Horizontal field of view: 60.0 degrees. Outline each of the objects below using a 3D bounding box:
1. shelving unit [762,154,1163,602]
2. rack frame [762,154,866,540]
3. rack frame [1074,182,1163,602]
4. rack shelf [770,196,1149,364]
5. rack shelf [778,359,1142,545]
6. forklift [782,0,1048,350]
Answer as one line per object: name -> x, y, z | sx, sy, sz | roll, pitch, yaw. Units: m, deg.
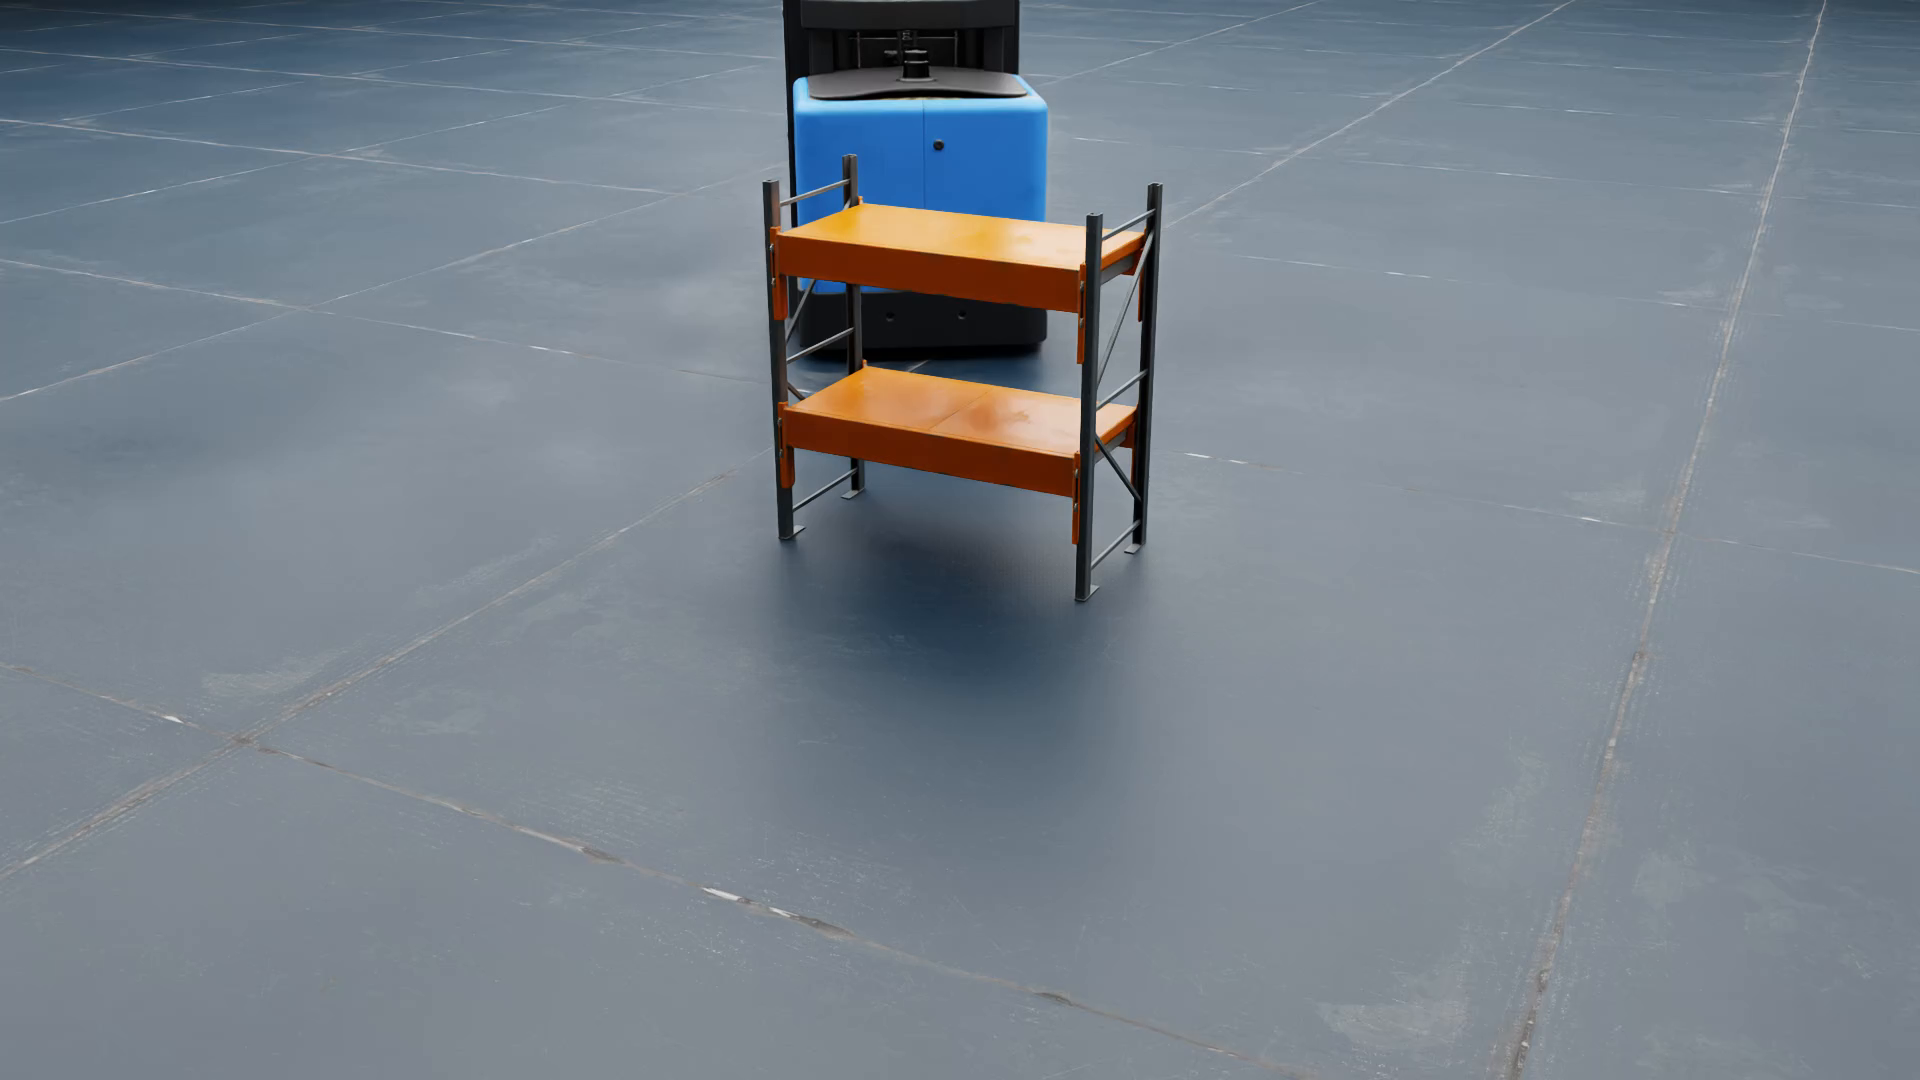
shelving unit -> 0.006, -0.516, 5.027 | 1.048, 1.125, 0.538 | 11, 25, 25
rack frame -> -0.448, -0.606, 5.238 | 0.032, 1.125, 0.500 | 11, 25, 25
rack frame -> 0.460, -0.427, 4.816 | 0.032, 1.125, 0.500 | 11, 25, 25
rack shelf -> 0.006, -0.786, 4.913 | 1.000, 0.278, 0.538 | 11, 25, 25
rack shelf -> 0.006, -0.291, 5.123 | 1.000, 0.278, 0.538 | 11, 25, 25
forklift -> -0.296, -2.680, 7.806 | 1.130, 2.935, 3.031 | -2, 23, -5
